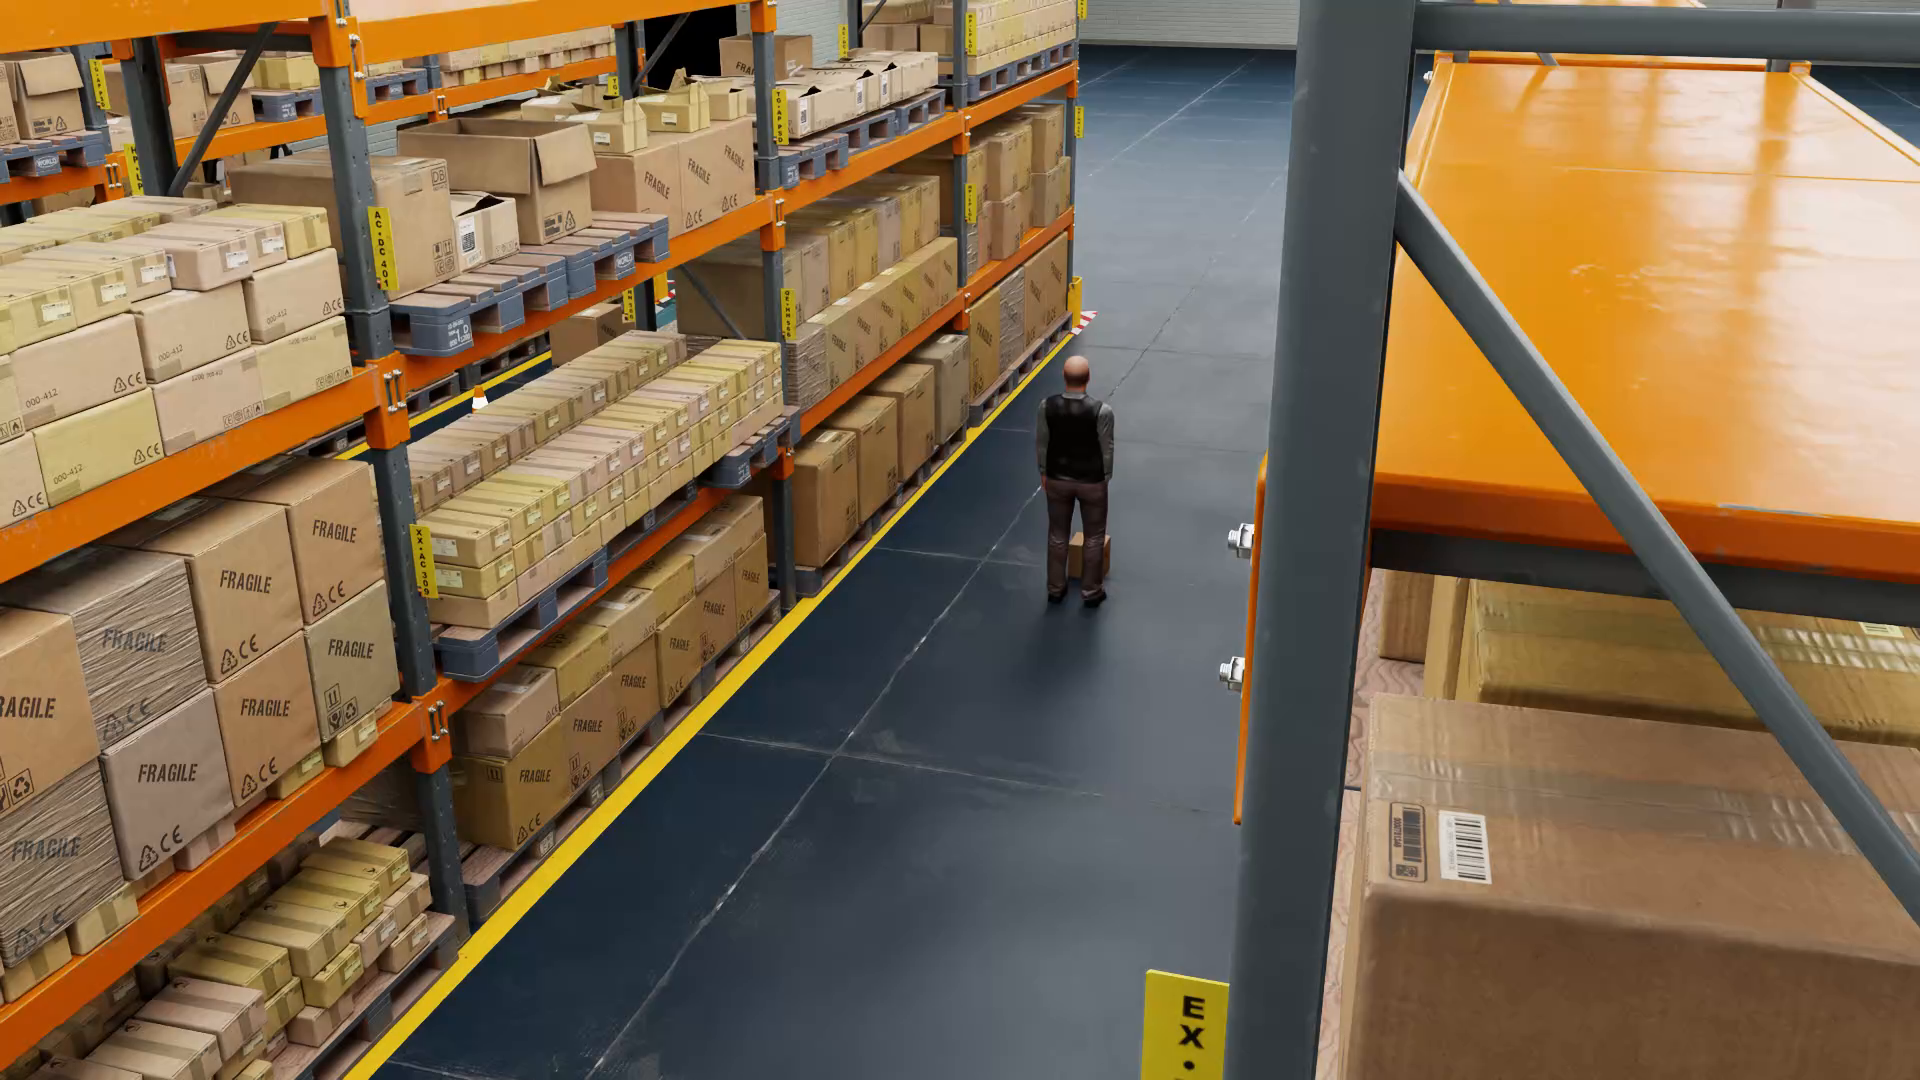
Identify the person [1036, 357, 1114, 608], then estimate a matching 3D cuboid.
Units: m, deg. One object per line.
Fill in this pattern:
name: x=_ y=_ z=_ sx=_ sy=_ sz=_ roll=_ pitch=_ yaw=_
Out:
person: x=0.765 y=-0.394 z=11.120 sx=0.533 sy=1.714 sz=0.358 roll=7 pitch=23 yaw=17
